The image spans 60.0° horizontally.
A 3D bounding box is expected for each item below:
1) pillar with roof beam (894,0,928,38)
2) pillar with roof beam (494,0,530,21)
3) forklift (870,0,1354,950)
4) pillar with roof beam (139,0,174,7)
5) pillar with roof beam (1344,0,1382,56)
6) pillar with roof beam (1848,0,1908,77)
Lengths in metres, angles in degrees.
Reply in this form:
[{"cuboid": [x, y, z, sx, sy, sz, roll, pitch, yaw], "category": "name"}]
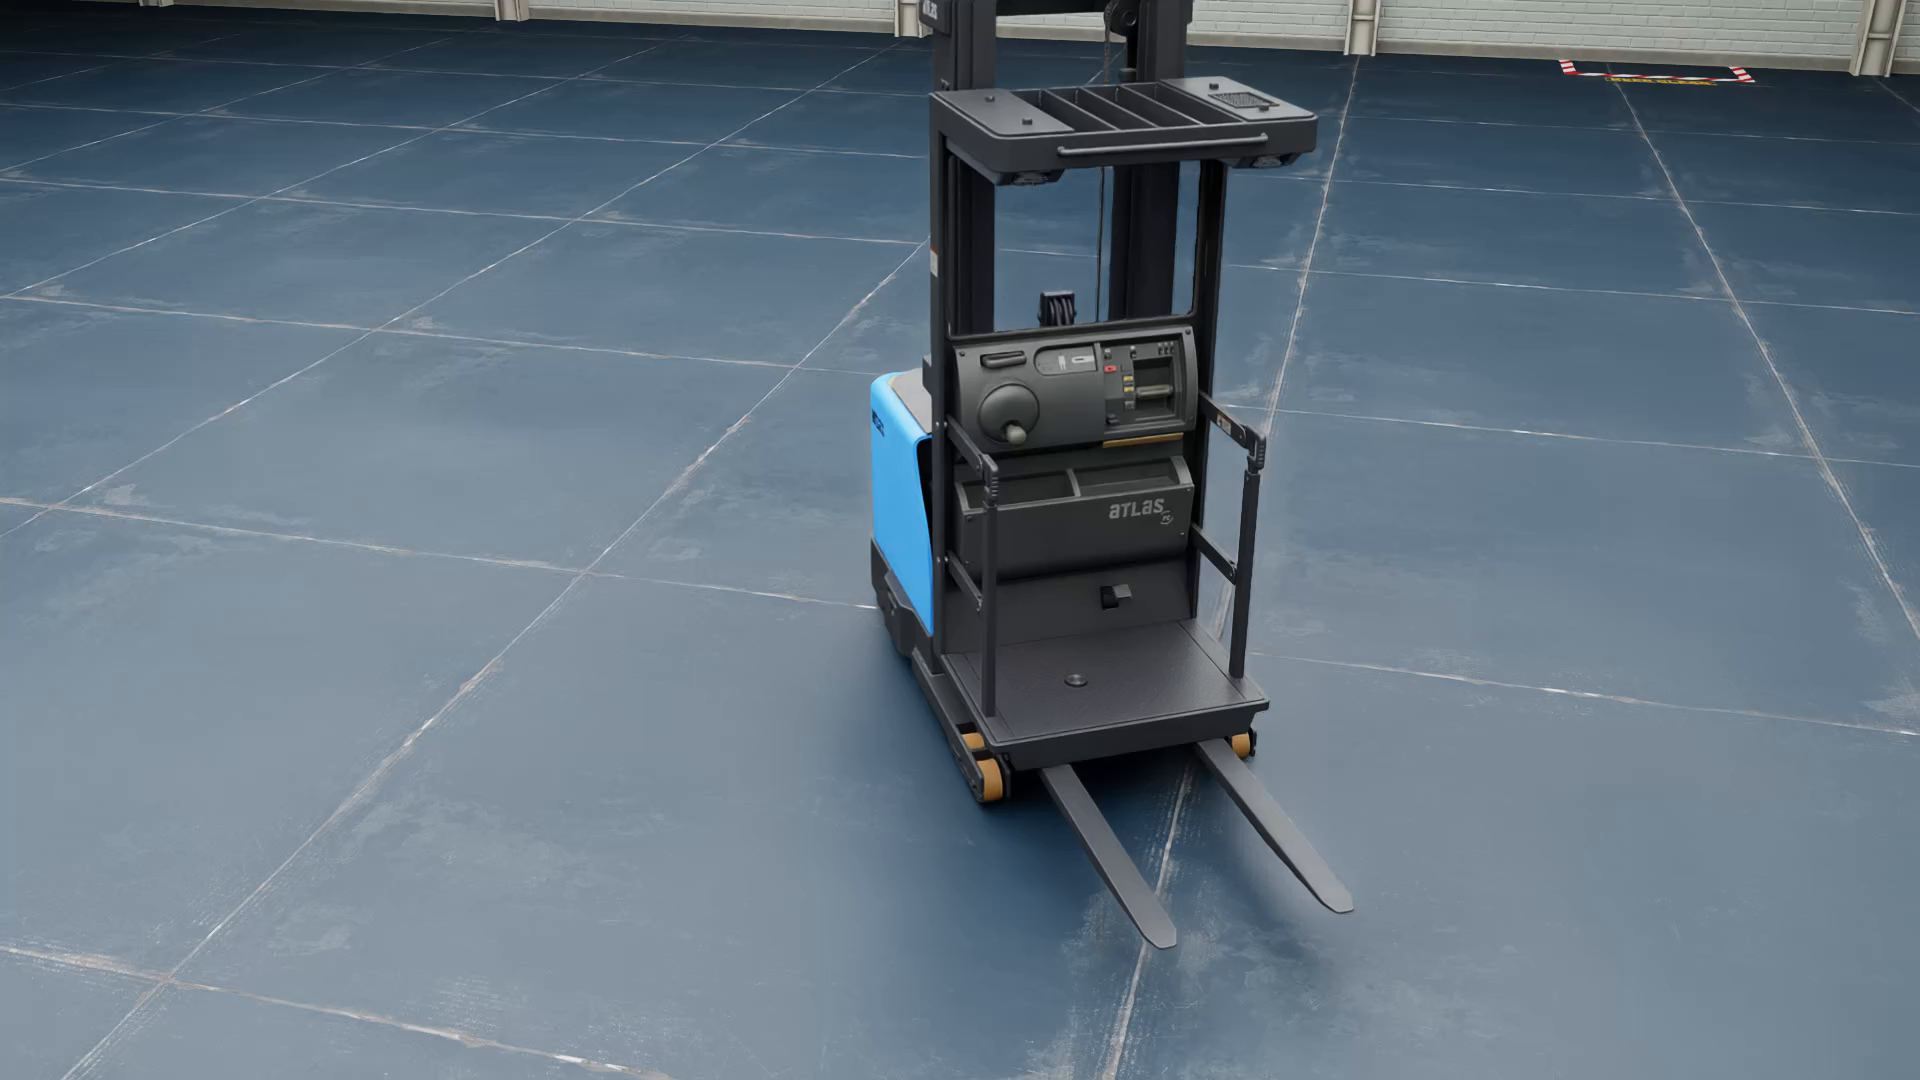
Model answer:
[{"cuboid": [-1.735, -9.176, 17.055, 0.400, 9.000, 9.100, 6, 26, 13], "category": "pillar with roof beam"}, {"cuboid": [-7.546, -9.818, 18.404, 0.400, 9.000, 9.100, 6, 26, 13], "category": "pillar with roof beam"}, {"cuboid": [0.501, -0.533, 5.960, 1.130, 2.935, 3.031, -7, 26, -15], "category": "forklift"}, {"cuboid": [-13.357, -10.461, 19.754, 0.400, 9.000, 9.100, 6, 26, 13], "category": "pillar with roof beam"}, {"cuboid": [4.076, -8.534, 15.706, 0.400, 9.000, 9.100, 6, 26, 13], "category": "pillar with roof beam"}, {"cuboid": [9.887, -7.891, 14.357, 0.400, 9.000, 9.100, 6, 26, 13], "category": "pillar with roof beam"}]
